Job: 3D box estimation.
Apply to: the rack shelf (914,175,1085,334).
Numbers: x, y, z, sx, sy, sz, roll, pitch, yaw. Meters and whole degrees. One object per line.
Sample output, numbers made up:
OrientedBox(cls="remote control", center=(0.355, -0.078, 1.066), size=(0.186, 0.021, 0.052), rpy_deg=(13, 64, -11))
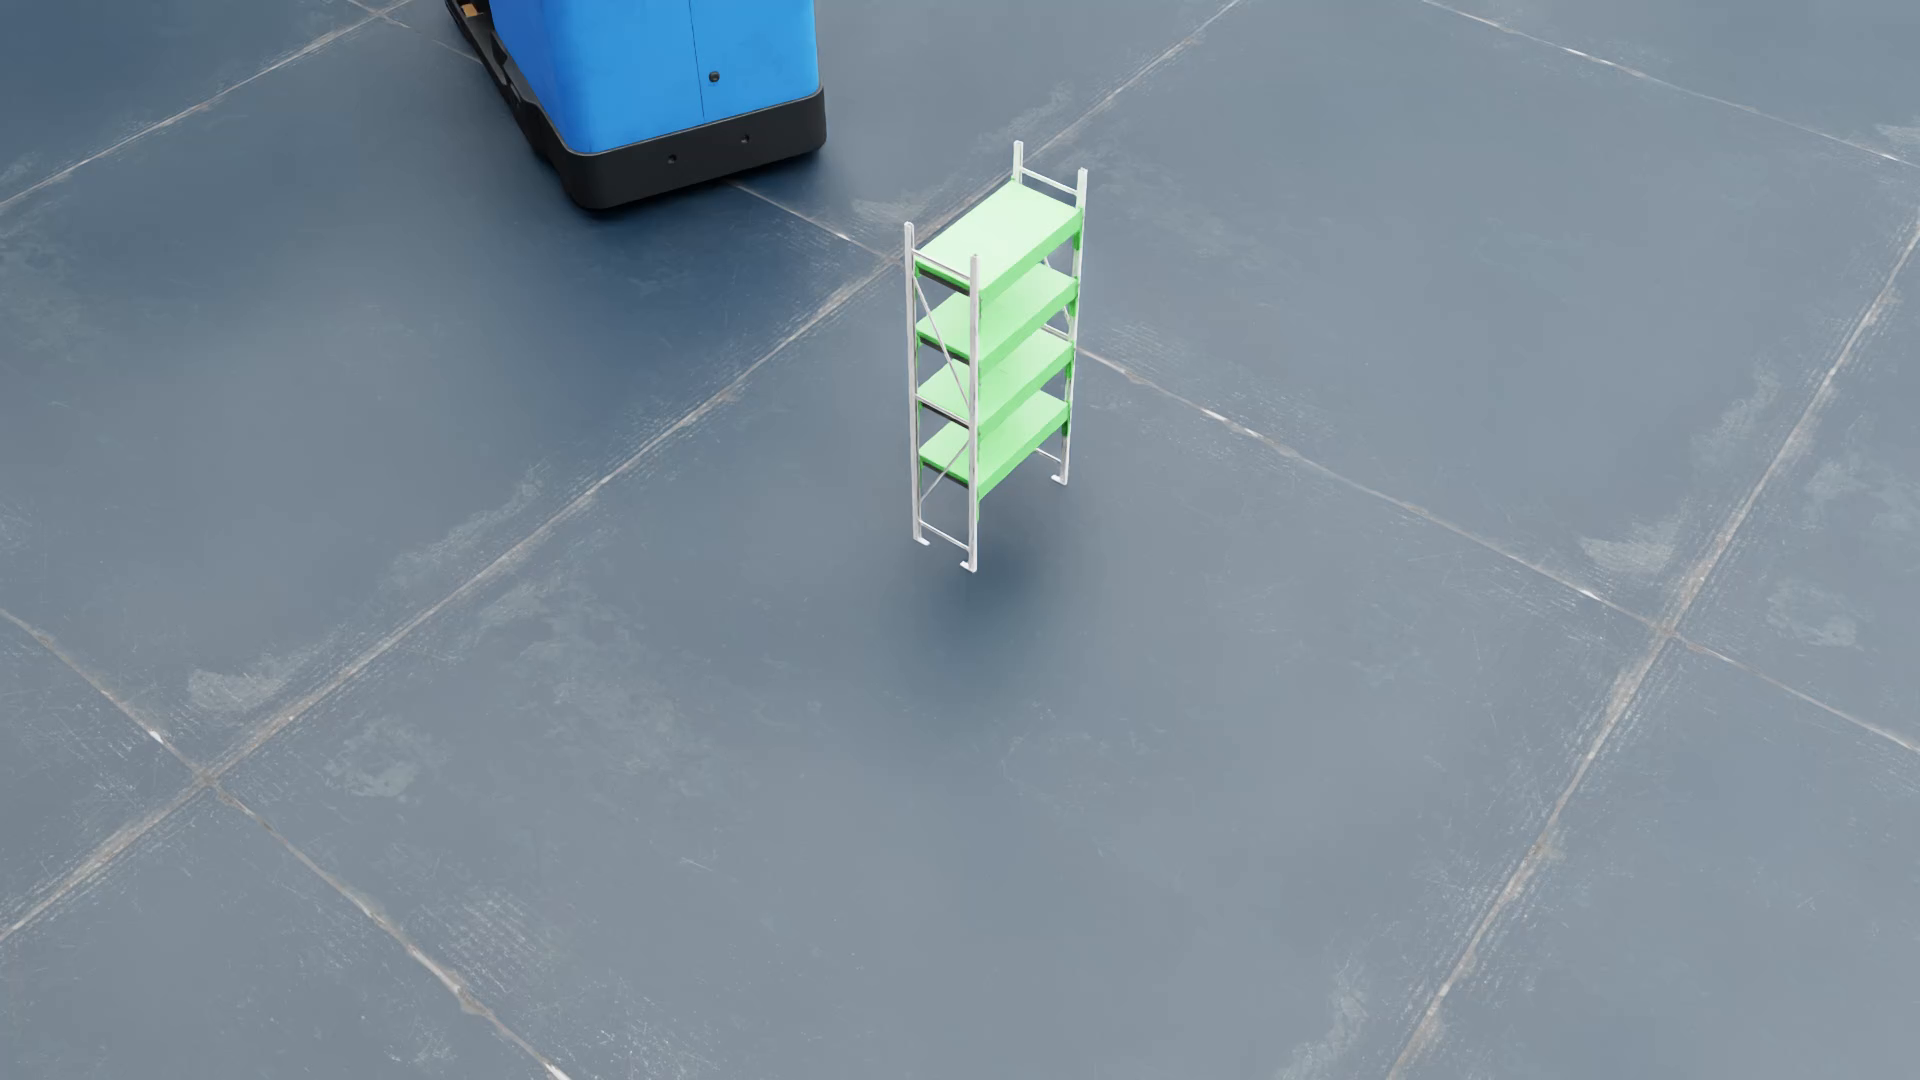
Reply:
OrientedBox(cls="rack shelf", center=(0.101, -0.797, 4.606), size=(0.258, 0.148, 0.480), rpy_deg=(29, 53, 25))

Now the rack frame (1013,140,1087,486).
OrientedBox(cls="rack frame", center=(0.250, -0.649, 5.040), size=(0.240, 1.200, 0.015), rpy_deg=(29, 53, 25))

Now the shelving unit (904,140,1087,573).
OrientedBox(cls="shelving unit", center=(0.101, -0.509, 4.907), size=(0.258, 1.200, 0.503), rpy_deg=(29, 53, 25))

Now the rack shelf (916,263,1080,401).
OrientedBox(cls="rack shelf", center=(0.101, -0.631, 4.779), size=(0.258, 0.148, 0.480), rpy_deg=(29, 53, 25))

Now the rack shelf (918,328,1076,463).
OrientedBox(cls="rack shelf", center=(0.101, -0.465, 4.953), size=(0.258, 0.148, 0.480), rpy_deg=(29, 53, 25))

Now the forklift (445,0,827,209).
OrientedBox(cls="forklift", center=(-1.657, -3.348, 6.421), size=(1.130, 2.935, 3.031), rpy_deg=(-20, 50, -18))

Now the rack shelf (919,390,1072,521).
OrientedBox(cls="rack shelf", center=(0.101, -0.299, 5.126), size=(0.258, 0.148, 0.480), rpy_deg=(29, 53, 25))

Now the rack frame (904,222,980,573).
OrientedBox(cls="rack frame", center=(-0.048, -0.370, 4.773), size=(0.240, 1.200, 0.015), rpy_deg=(29, 53, 25))
